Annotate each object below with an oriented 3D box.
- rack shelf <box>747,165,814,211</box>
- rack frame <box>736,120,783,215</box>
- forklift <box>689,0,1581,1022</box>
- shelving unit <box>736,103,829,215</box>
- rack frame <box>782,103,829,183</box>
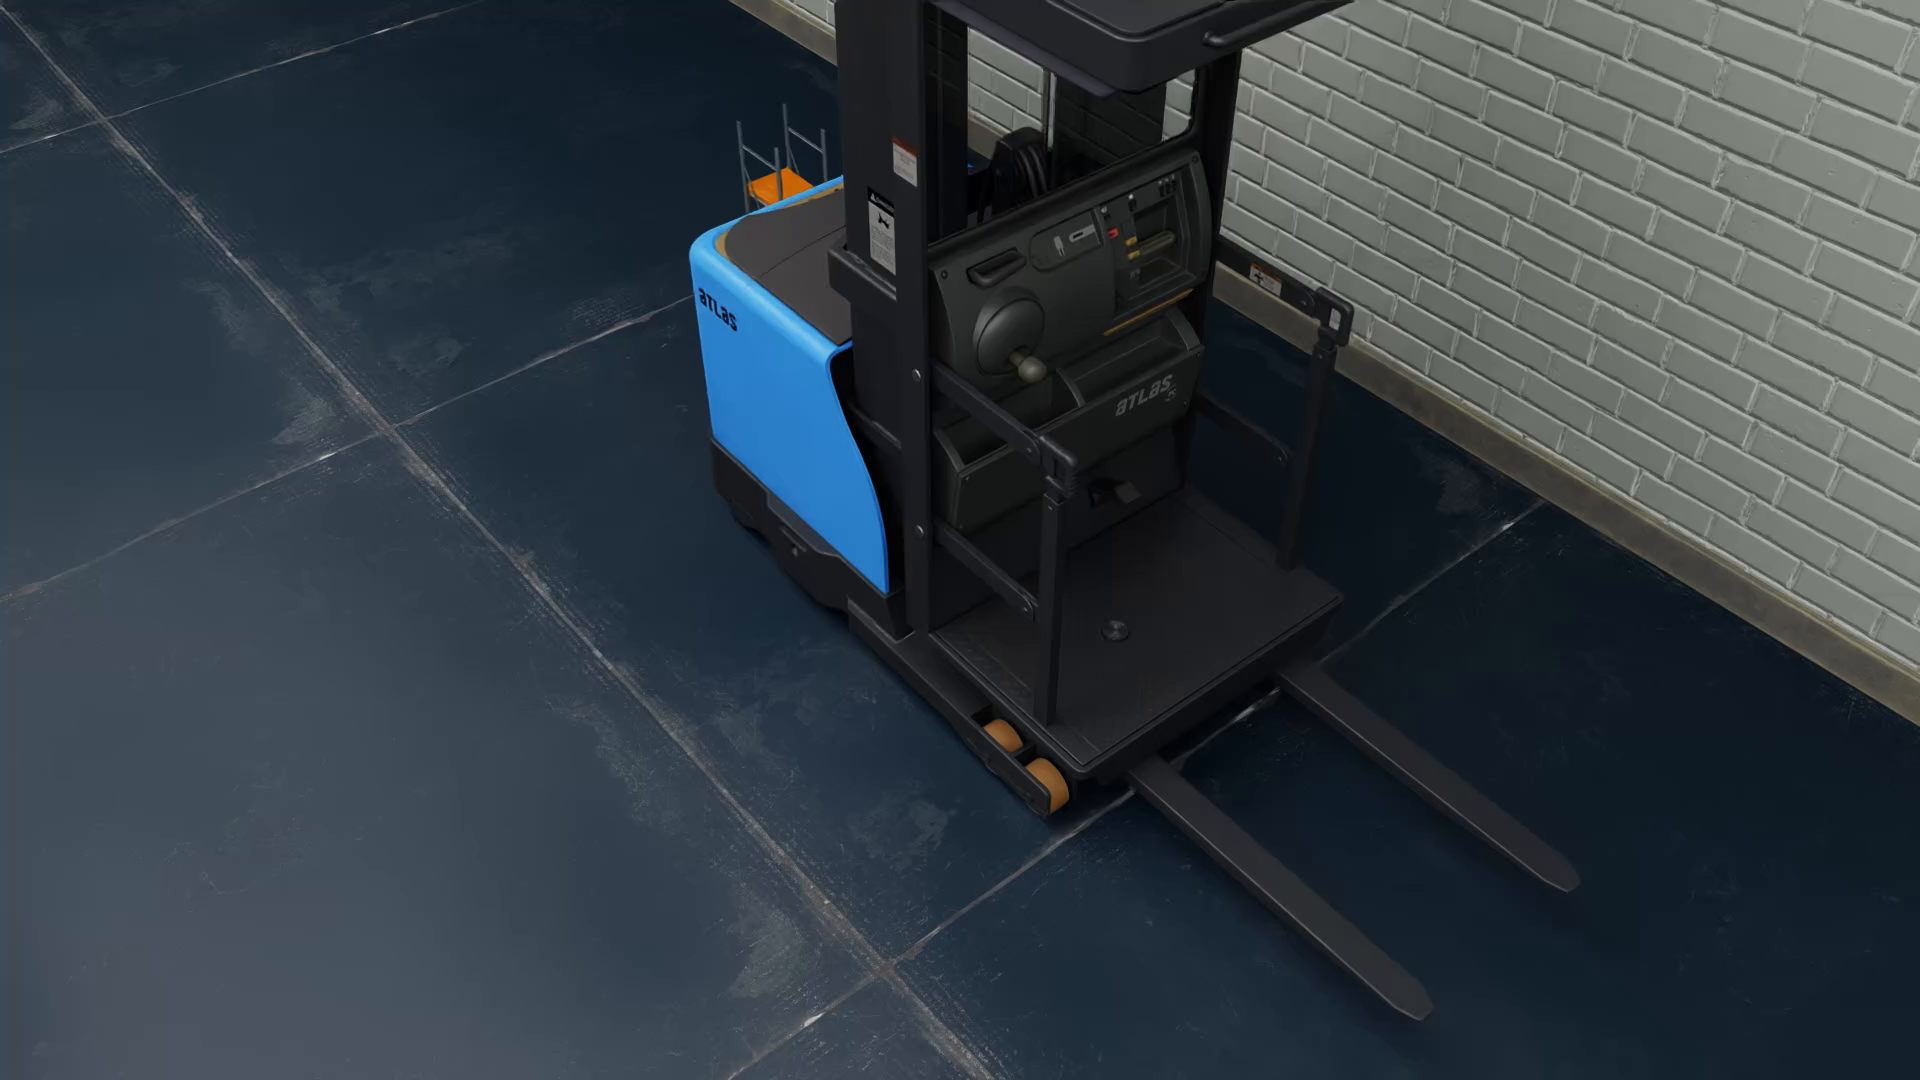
[{"bbox_3d":[-0.585,-1.146,5.631,0.180,0.103,0.258,-29,50,-27],"label":"rack shelf"},{"bbox_3d":[-0.655,-0.875,5.804,0.006,1.200,0.240,-29,50,-27],"label":"rack frame"},{"bbox_3d":[0.453,-0.653,4.304,1.130,2.935,3.031,-29,50,-27],"label":"forklift"},{"bbox_3d":[-0.584,-0.915,5.846,0.189,1.200,0.258,-29,50,-27],"label":"shelving unit"},{"bbox_3d":[-0.513,-0.954,5.888,0.006,1.200,0.240,-29,50,-27],"label":"rack frame"}]
